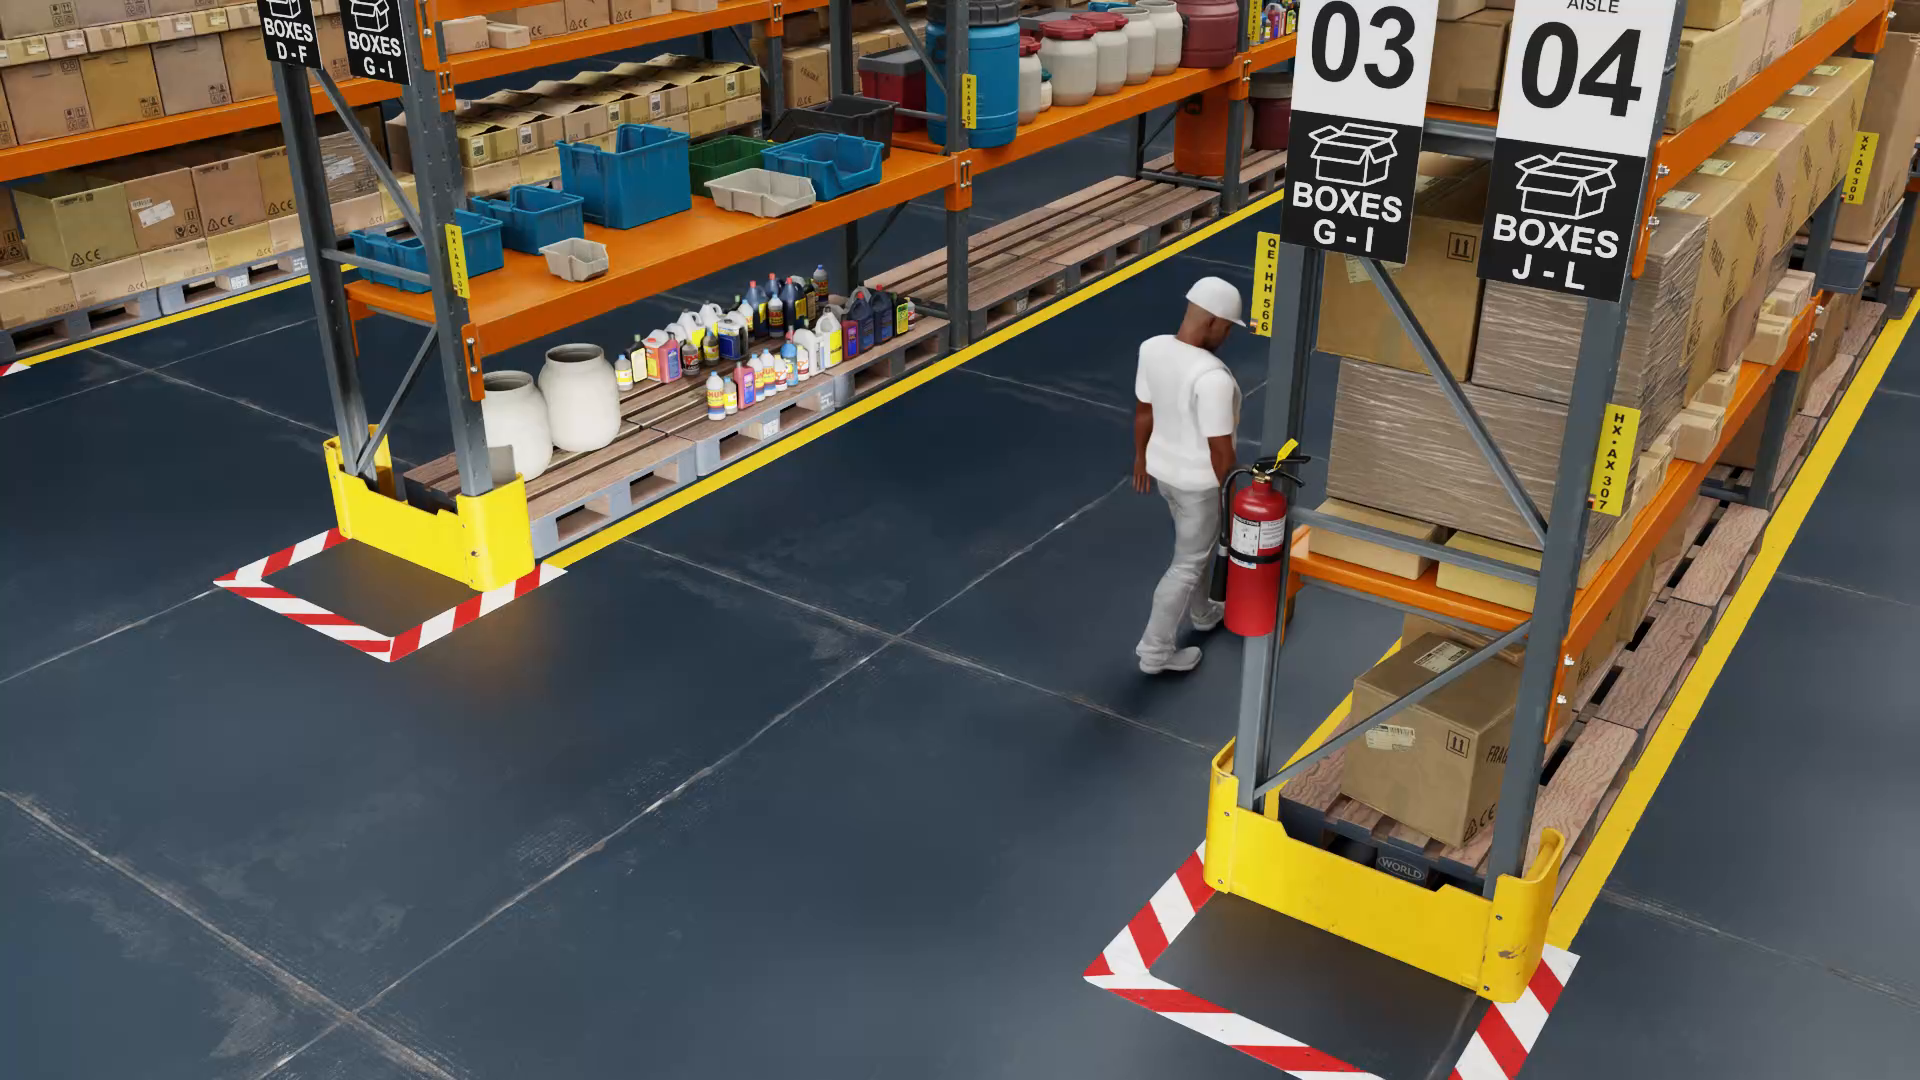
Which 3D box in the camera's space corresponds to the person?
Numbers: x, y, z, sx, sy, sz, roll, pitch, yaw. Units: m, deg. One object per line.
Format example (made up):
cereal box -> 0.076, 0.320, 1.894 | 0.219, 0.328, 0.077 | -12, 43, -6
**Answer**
person -> 1.071, -0.296, 7.161 | 0.769, 1.742, 0.629 | -15, 30, -27
